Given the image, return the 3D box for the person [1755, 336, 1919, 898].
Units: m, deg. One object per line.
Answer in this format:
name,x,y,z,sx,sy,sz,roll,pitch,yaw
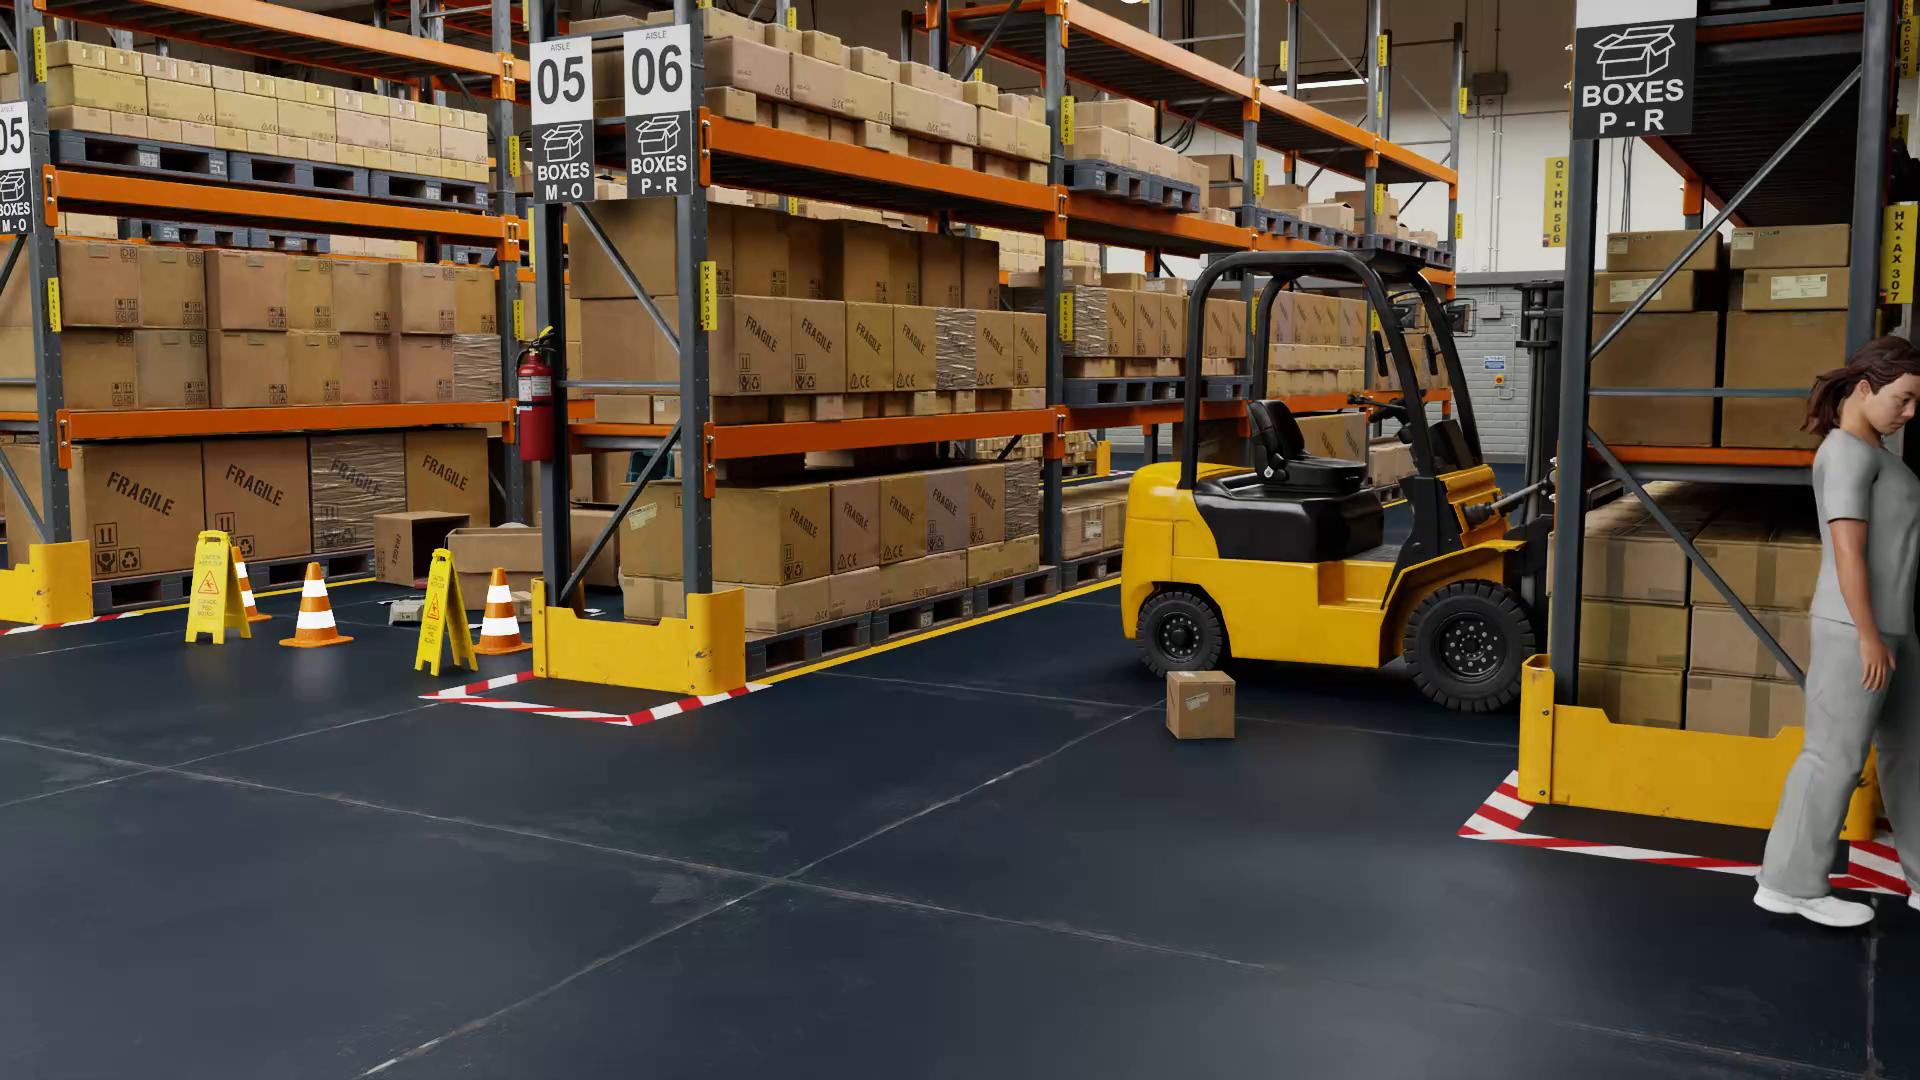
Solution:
person,2.591,0.226,4.669,0.568,1.587,0.481,4,7,31
